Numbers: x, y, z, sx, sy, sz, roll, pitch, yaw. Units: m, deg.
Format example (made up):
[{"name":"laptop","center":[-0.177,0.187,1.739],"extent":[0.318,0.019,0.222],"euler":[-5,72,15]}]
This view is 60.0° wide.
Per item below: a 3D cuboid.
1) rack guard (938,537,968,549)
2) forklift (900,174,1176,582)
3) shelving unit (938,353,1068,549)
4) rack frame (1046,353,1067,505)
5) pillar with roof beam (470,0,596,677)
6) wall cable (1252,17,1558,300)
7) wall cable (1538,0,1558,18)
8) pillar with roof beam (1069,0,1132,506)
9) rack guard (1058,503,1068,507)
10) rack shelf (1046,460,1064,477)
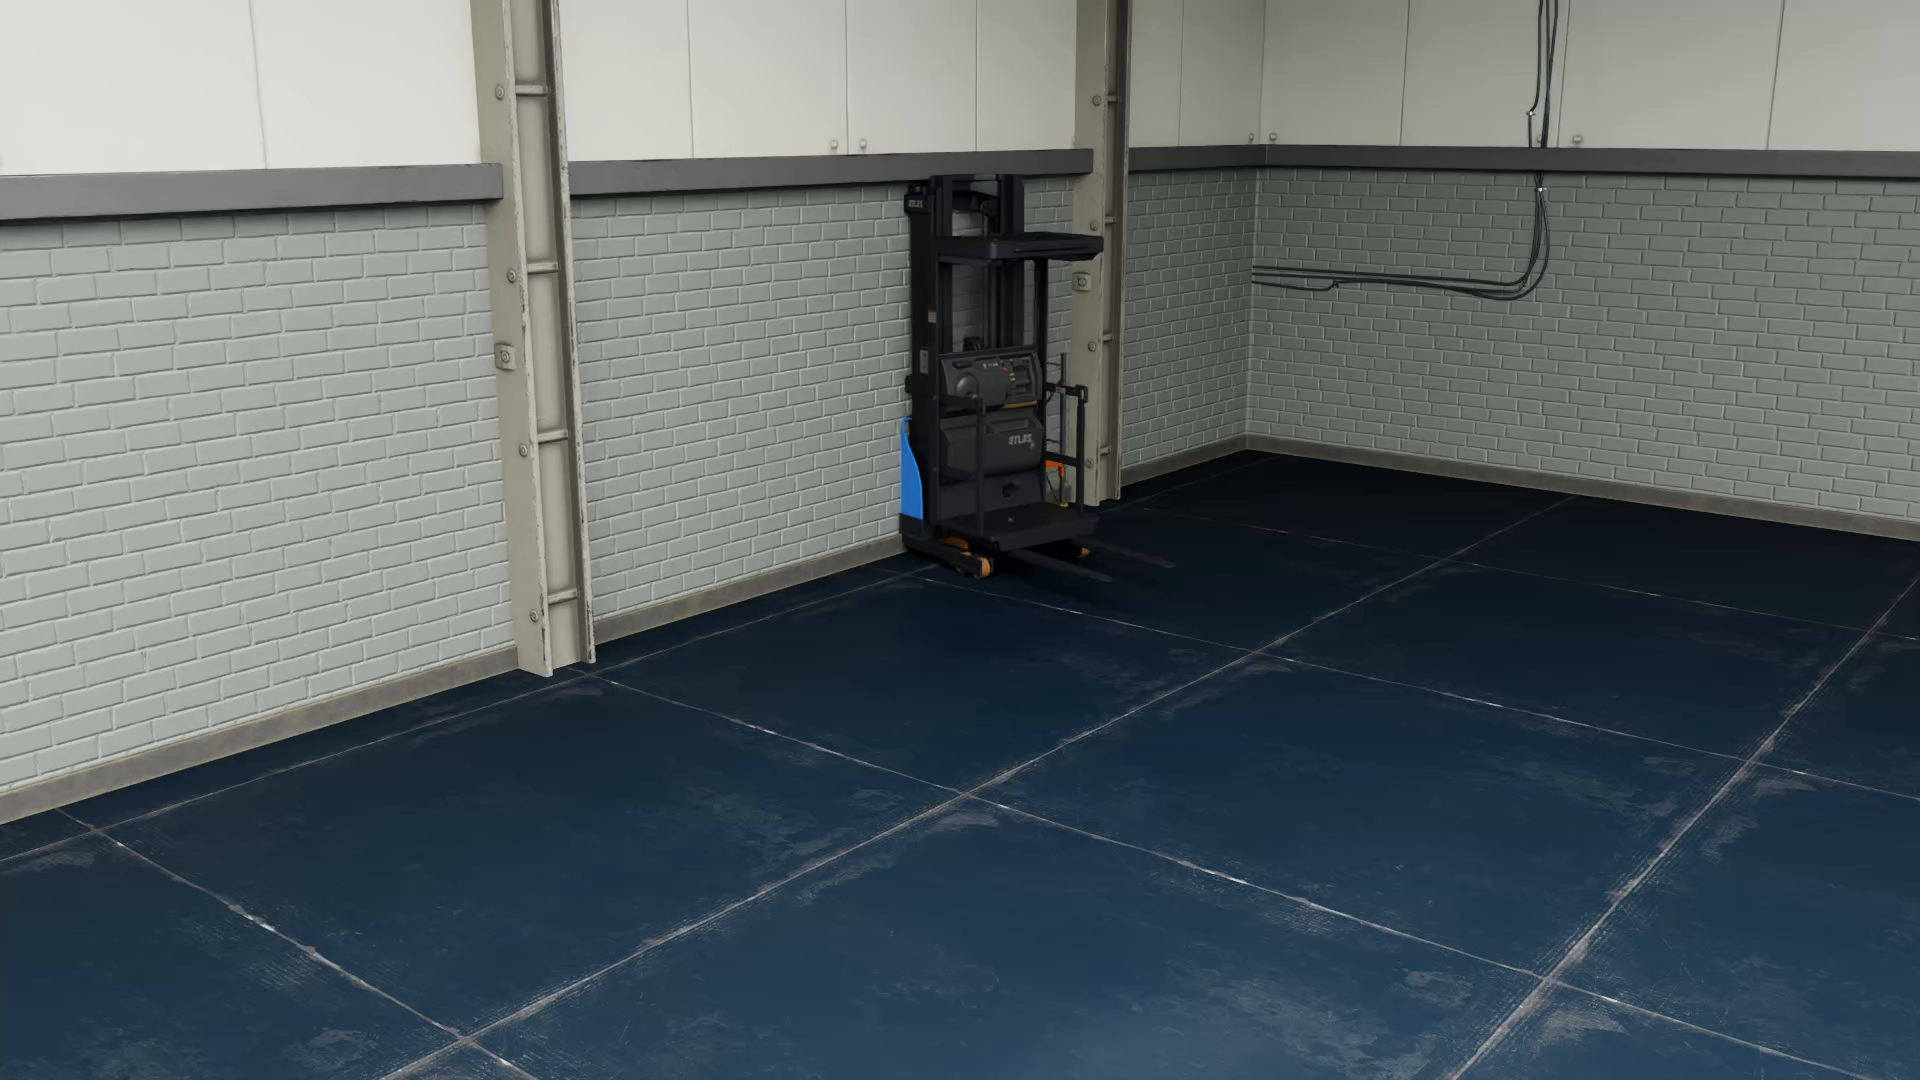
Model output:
[{"name":"rack guard","center":[-0.124,-0.101,13.522],"extent":[0.087,0.250,0.587],"euler":[-9,16,-32]},{"name":"forklift","center":[0.379,-1.266,12.652],"extent":[1.130,2.935,3.031],"euler":[-11,18,-36]},{"name":"shelving unit","center":[0.291,-0.773,13.641],"extent":[1.083,1.500,0.587],"euler":[-9,16,-32]},{"name":"rack frame","center":[0.724,-0.840,13.916],"extent":[0.032,1.500,0.500],"euler":[-9,16,-32]},{"name":"pillar with roof beam","center":[0.793,-2.908,6.795],"extent":[9.100,9.000,0.400],"euler":[11,18,38]},{"name":"wall cable","center":[4.096,-3.578,15.738],"extent":[3.097,2.526,0.112],"euler":[11,18,38]},{"name":"wall cable","center":[6.200,-5.607,13.469],"extent":[3.097,2.526,0.112],"euler":[11,18,38]},{"name":"pillar with roof beam","center":[4.564,-4.057,11.318],"extent":[9.100,9.000,0.400],"euler":[11,18,38]},{"name":"rack guard","center":[0.708,-0.230,14.053],"extent":[0.087,0.250,0.587],"euler":[-9,16,-32]},{"name":"rack shelf","center":[0.299,-0.599,13.688],"extent":[1.000,0.185,0.538],"euler":[-9,16,-32]}]
